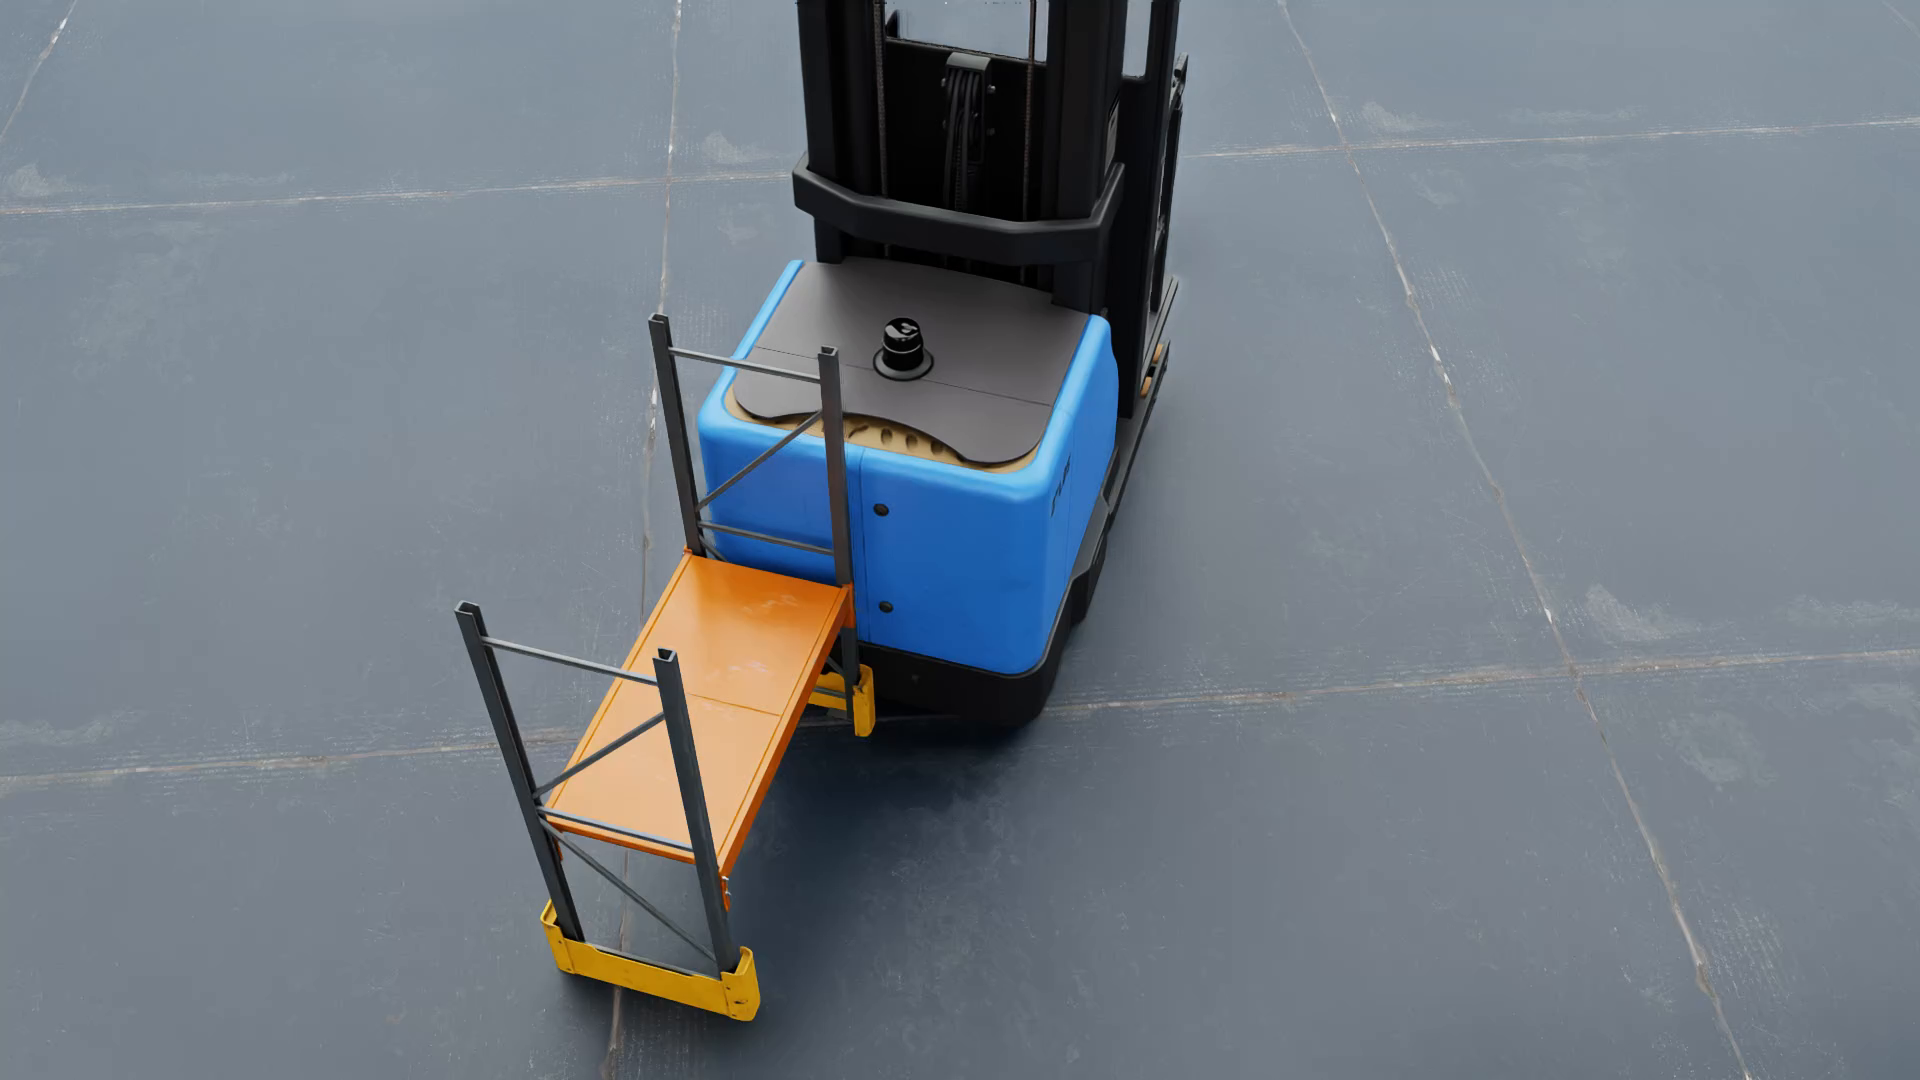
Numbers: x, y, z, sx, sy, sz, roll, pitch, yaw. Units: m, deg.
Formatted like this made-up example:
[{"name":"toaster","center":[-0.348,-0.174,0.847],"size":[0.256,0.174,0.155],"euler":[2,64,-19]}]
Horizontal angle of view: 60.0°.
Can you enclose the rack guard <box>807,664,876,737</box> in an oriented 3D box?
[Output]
[{"name":"rack guard","center":[-0.553,0.442,5.160],"size":[0.587,0.250,0.087],"euler":[12,48,11]}]

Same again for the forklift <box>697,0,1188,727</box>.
[{"name":"forklift","center":[0.160,-1.528,5.178],"size":[1.130,2.935,3.031],"euler":[12,48,11]}]

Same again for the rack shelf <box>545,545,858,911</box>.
[{"name":"rack shelf","center":[-0.691,0.476,4.514],"size":[0.538,0.185,1.000],"euler":[12,48,11]}]

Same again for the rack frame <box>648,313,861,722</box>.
[{"name":"rack frame","center":[-0.547,-0.002,4.719],"size":[0.500,1.500,0.032],"euler":[12,48,11]}]

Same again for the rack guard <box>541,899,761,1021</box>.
[{"name":"rack guard","center":[-0.834,1.135,4.503],"size":[0.587,0.250,0.087],"euler":[12,48,11]}]

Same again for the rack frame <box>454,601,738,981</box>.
[{"name":"rack frame","center":[-0.834,0.706,4.048],"size":[0.500,1.500,0.032],"euler":[12,48,11]}]

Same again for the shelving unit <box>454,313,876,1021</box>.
[{"name":"shelving unit","center":[-0.693,0.359,4.377],"size":[0.587,1.500,1.083],"euler":[12,48,11]}]
